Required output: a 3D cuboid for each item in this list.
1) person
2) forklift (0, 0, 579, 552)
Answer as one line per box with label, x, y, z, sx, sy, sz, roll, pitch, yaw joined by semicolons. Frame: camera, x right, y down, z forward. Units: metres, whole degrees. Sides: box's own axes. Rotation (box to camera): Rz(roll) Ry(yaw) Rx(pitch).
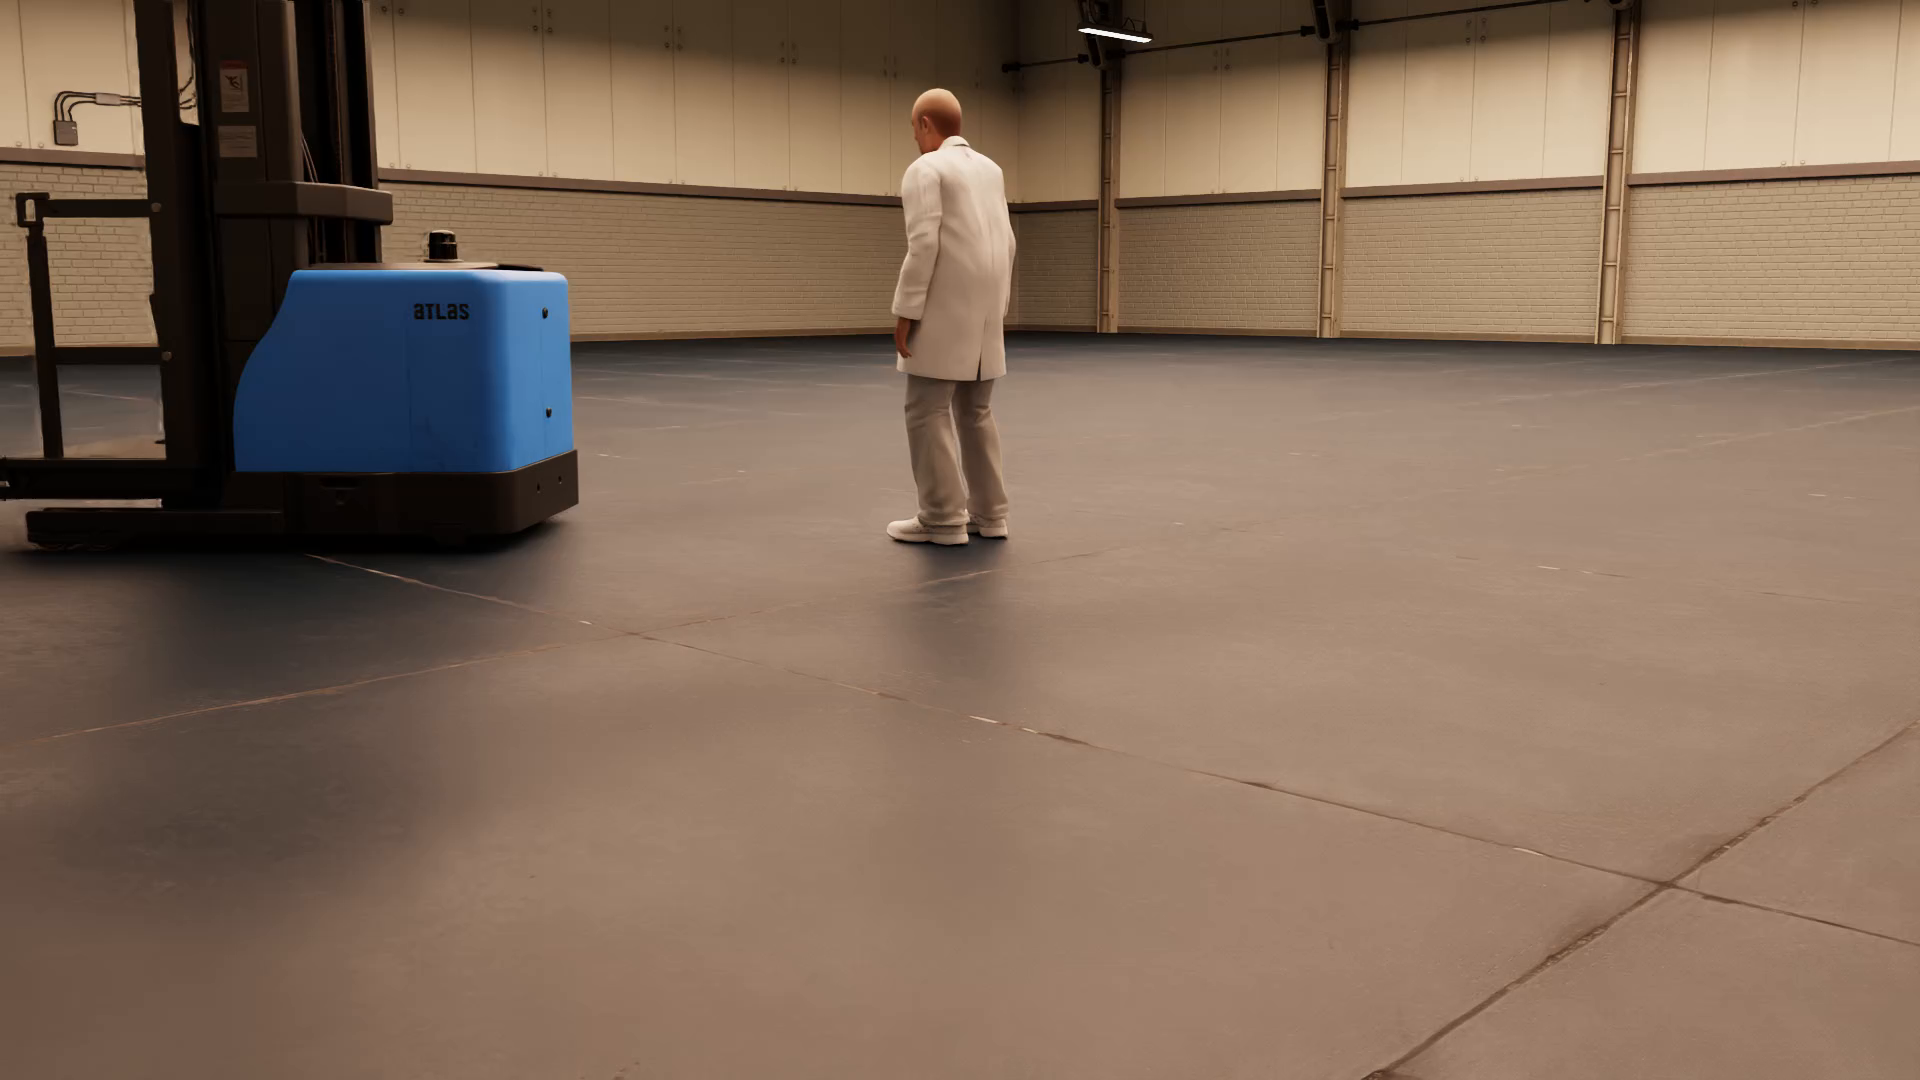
person;-0.039;-0.878;6.593;0.434;1.772;0.645;7;11;40
forklift;-3.204;-1.483;6.720;3.031;2.935;1.130;0;9;3
